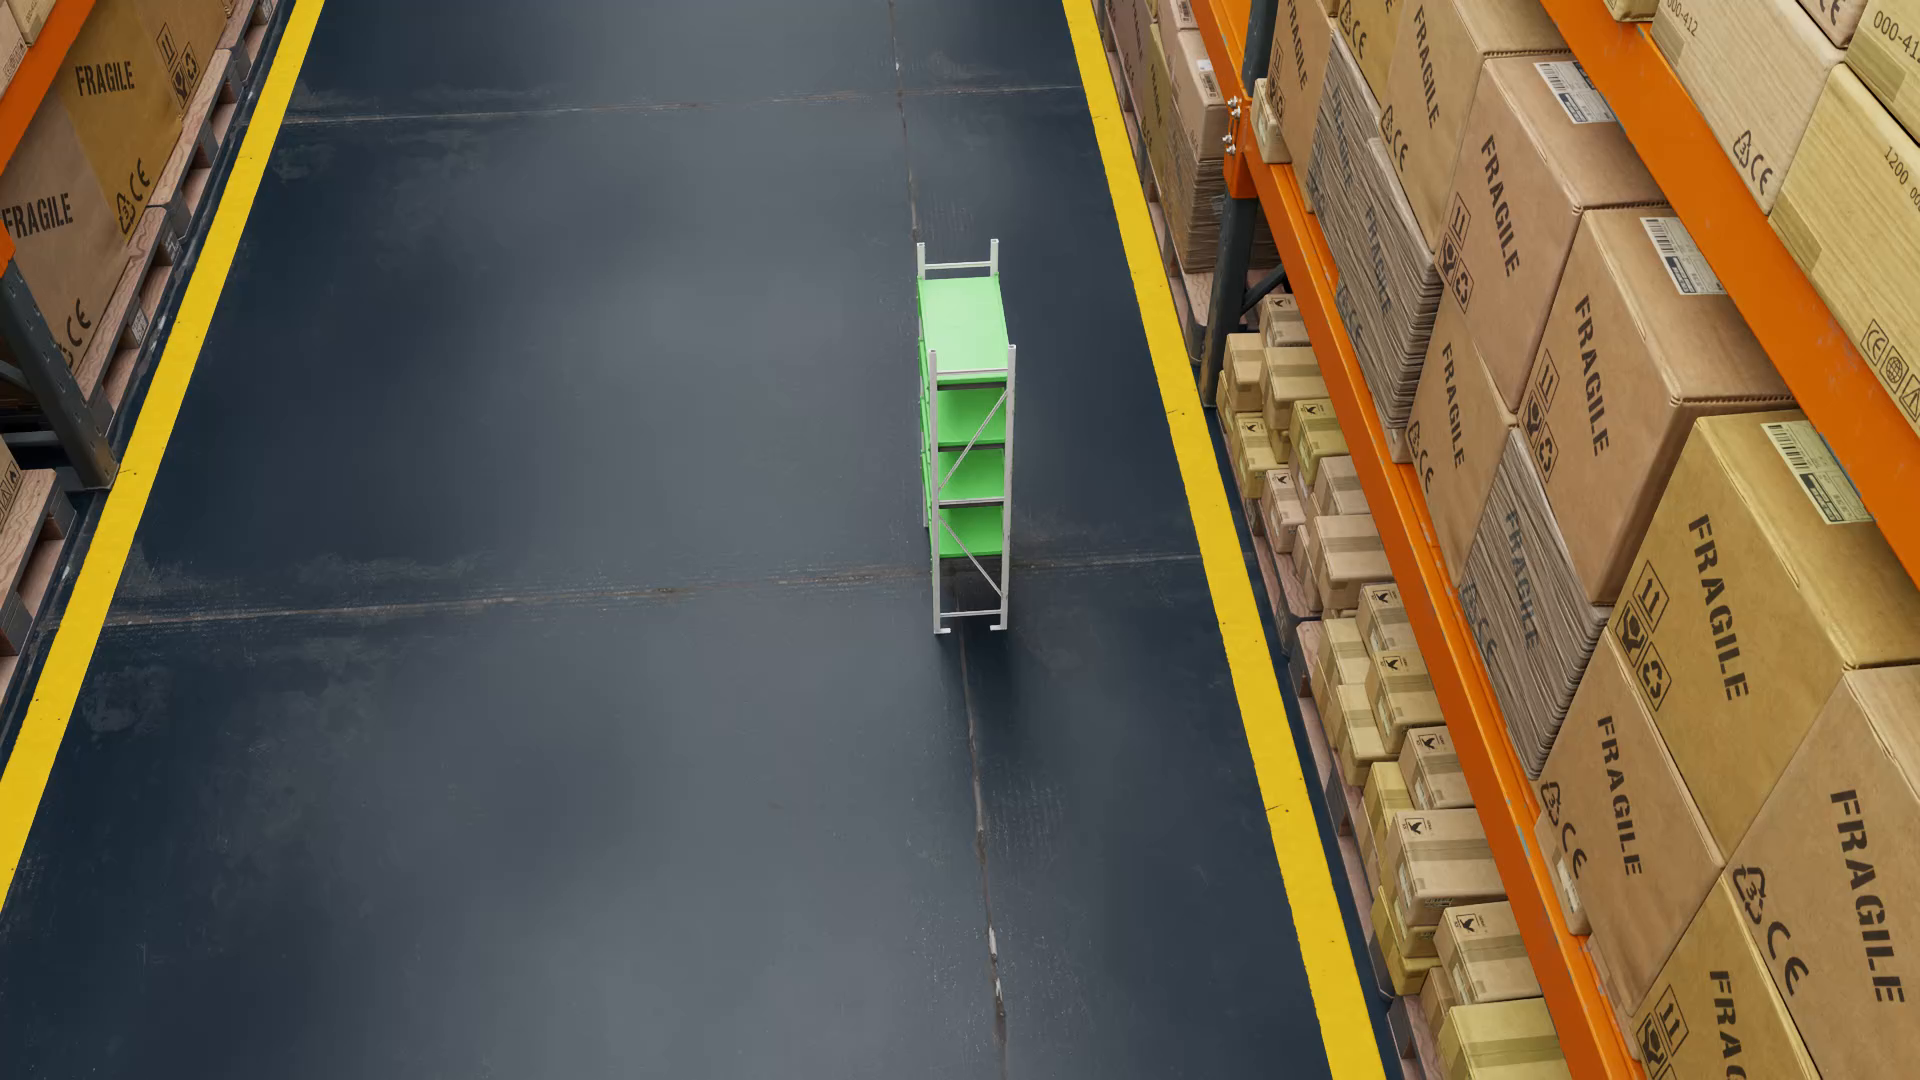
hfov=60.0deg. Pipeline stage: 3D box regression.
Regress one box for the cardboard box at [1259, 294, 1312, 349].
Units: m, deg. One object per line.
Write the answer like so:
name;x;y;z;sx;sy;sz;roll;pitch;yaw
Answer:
cardboard box;1.226;-0.701;5.612;0.380;0.149;0.250;-2;47;-2

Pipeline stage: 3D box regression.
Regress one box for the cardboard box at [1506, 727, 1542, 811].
cardboard box;1.372;0.430;3.450;0.380;0.149;0.250;-5;47;-5

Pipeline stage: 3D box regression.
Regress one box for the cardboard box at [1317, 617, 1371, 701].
cardboard box;1.259;0.356;4.817;0.380;0.149;0.250;-4;47;-4

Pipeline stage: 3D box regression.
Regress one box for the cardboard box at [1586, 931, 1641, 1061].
cardboard box;1.410;0.805;3.094;0.380;0.149;0.250;-4;47;-4

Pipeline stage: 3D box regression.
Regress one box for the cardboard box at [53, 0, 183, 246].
cardboard box;-3.736;-1.730;6.497;0.875;0.875;0.875;-2;47;-2

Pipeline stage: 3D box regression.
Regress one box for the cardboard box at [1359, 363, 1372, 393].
cardboard box;1.244;-0.527;4.356;0.380;0.149;0.250;-3;47;-3

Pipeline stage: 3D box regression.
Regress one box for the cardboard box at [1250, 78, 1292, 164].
cardboard box;1.101;-1.283;5.072;0.380;0.149;0.250;-2;47;-2

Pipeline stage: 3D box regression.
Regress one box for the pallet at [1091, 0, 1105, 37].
pallet;1.132;-2.963;8.411;1.003;0.211;1.213;-3;47;-3

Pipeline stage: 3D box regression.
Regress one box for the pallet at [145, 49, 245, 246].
pallet;-3.766;-1.699;7.214;1.003;0.211;1.213;-3;47;-3

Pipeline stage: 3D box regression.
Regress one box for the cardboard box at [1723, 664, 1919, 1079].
cardboard box;1.452;0.504;2.245;0.500;0.500;0.500;-4;47;-4

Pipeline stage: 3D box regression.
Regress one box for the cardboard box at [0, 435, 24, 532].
cardboard box;-3.575;-0.022;5.181;0.875;0.438;0.875;-4;47;-4

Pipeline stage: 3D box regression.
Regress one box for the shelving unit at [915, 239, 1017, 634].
shelving unit;0.014;-0.293;5.201;0.258;1.200;0.503;-3;47;-3

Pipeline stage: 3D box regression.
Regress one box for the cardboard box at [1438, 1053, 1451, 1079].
cardboard box;1.364;1.293;3.928;0.380;0.149;0.250;-5;47;-5

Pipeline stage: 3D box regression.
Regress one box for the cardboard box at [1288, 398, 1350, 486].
cardboard box;1.260;-0.318;5.249;0.380;0.149;0.250;-4;47;-4

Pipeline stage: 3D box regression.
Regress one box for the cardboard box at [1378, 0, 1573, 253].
cardboard box;1.268;-0.992;3.662;0.500;0.500;0.500;-3;47;-3

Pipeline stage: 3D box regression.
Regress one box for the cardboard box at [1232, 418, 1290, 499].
cardboard box;1.136;-0.282;5.626;0.380;0.149;0.250;-2;47;-2

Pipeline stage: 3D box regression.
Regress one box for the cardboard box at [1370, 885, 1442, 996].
cardboard box;1.310;1.033;4.380;0.380;0.149;0.250;-5;47;-5

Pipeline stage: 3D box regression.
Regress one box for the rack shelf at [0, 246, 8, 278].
rack shelf;-3.354;0.475;3.730;1.077;0.370;4.000;-3;47;-3

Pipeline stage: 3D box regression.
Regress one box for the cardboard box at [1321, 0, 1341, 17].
cardboard box;1.198;-1.733;4.363;0.500;0.500;0.500;-2;47;-2

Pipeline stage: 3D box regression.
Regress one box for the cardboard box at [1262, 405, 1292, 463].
cardboard box;1.225;-0.401;5.533;0.380;0.149;0.250;-3;47;-3

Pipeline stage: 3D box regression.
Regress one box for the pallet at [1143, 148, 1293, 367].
pallet;1.337;-1.198;6.739;1.003;0.211;1.213;-3;47;-3

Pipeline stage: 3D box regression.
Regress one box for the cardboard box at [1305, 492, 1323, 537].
cardboard box;1.301;-0.031;5.183;0.380;0.149;0.250;-6;47;-5

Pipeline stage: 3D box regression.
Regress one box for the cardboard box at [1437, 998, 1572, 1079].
cardboard box;1.329;1.199;3.813;0.380;0.149;0.250;-4;47;-4

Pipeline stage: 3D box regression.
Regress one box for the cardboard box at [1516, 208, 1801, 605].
cardboard box;1.357;-0.238;2.947;0.500;0.500;0.500;-1;47;-1

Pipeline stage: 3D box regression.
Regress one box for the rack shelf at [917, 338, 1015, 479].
rack shelf;0.014;-0.414;5.073;0.258;0.148;0.480;-3;47;-3

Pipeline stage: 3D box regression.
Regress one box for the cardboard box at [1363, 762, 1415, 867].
cardboard box;1.305;0.733;4.459;0.380;0.149;0.250;-1;47;-1

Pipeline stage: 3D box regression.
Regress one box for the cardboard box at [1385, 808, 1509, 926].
cardboard box;1.293;0.817;4.175;0.380;0.149;0.250;-2;47;-2

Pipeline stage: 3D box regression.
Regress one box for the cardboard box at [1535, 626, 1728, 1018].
cardboard box;1.406;0.481;2.955;0.500;0.500;0.500;-4;47;-4

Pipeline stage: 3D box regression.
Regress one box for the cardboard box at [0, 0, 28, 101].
cardboard box;-3.295;-1.503;5.210;0.500;0.250;0.500;-4;47;-4

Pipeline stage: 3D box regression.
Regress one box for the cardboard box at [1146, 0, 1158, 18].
cardboard box;1.001;-2.414;6.886;0.500;0.250;0.500;-5;47;-5

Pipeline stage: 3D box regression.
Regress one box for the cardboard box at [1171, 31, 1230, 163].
cardboard box;1.089;-1.660;6.172;0.500;0.250;0.500;-5;47;-4

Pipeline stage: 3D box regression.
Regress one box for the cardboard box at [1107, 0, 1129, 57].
cardboard box;0.967;-2.511;7.494;0.500;0.500;0.500;-5;47;-4

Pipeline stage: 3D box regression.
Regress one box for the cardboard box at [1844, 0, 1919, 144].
cardboard box;1.402;-0.539;1.888;0.500;0.250;0.500;-5;47;-4

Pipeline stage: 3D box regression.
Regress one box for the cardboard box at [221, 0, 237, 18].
cardboard box;-3.881;-3.023;7.721;0.875;0.875;0.875;-4;47;-4

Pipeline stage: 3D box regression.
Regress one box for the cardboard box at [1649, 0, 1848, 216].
cardboard box;1.358;-0.721;2.404;0.500;0.250;0.500;-2;47;-2

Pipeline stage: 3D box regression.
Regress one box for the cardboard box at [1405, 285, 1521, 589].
cardboard box;1.323;-0.246;3.644;0.500;0.500;0.500;-1;47;-1

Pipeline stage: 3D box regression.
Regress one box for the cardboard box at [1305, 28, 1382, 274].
cardboard box;1.242;-0.999;4.357;0.500;0.500;0.500;-3;47;-3

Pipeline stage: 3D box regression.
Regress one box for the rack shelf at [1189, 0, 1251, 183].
rack shelf;1.236;-2.793;6.825;1.077;0.370;4.000;-3;47;-3

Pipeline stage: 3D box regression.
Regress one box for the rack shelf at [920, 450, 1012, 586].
rack shelf;0.014;-0.084;5.422;0.258;0.148;0.480;-3;47;-3

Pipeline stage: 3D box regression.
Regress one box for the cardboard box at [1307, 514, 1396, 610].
cardboard box;1.244;0.059;4.893;0.380;0.149;0.250;-3;47;-2

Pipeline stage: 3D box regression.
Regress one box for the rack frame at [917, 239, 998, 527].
rack frame;-0.007;-0.469;5.368;0.240;1.200;0.015;-3;47;-3

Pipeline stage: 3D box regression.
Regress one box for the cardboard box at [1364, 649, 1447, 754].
cardboard box;1.331;0.432;4.540;0.380;0.149;0.250;-3;47;-3

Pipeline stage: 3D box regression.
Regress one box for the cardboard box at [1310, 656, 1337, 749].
cardboard box;1.263;0.461;4.921;0.380;0.149;0.250;-5;47;-4

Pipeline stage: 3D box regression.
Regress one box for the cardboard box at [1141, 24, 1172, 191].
cardboard box;1.048;-1.770;6.793;0.500;0.500;0.500;-4;47;-4

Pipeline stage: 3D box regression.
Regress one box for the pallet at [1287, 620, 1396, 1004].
pallet;1.600;0.734;4.910;1.003;0.211;1.213;-3;47;-3

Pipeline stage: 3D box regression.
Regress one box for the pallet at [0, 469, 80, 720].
pallet;-3.535;0.294;5.326;1.003;0.211;1.213;-3;47;-3

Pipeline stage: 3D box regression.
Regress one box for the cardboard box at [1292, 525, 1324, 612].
cardboard box;1.279;0.075;5.287;0.380;0.149;0.250;-4;47;-4

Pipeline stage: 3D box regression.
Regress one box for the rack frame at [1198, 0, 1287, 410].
rack frame;1.403;-1.594;5.193;1.000;3.000;0.127;-3;47;-3
